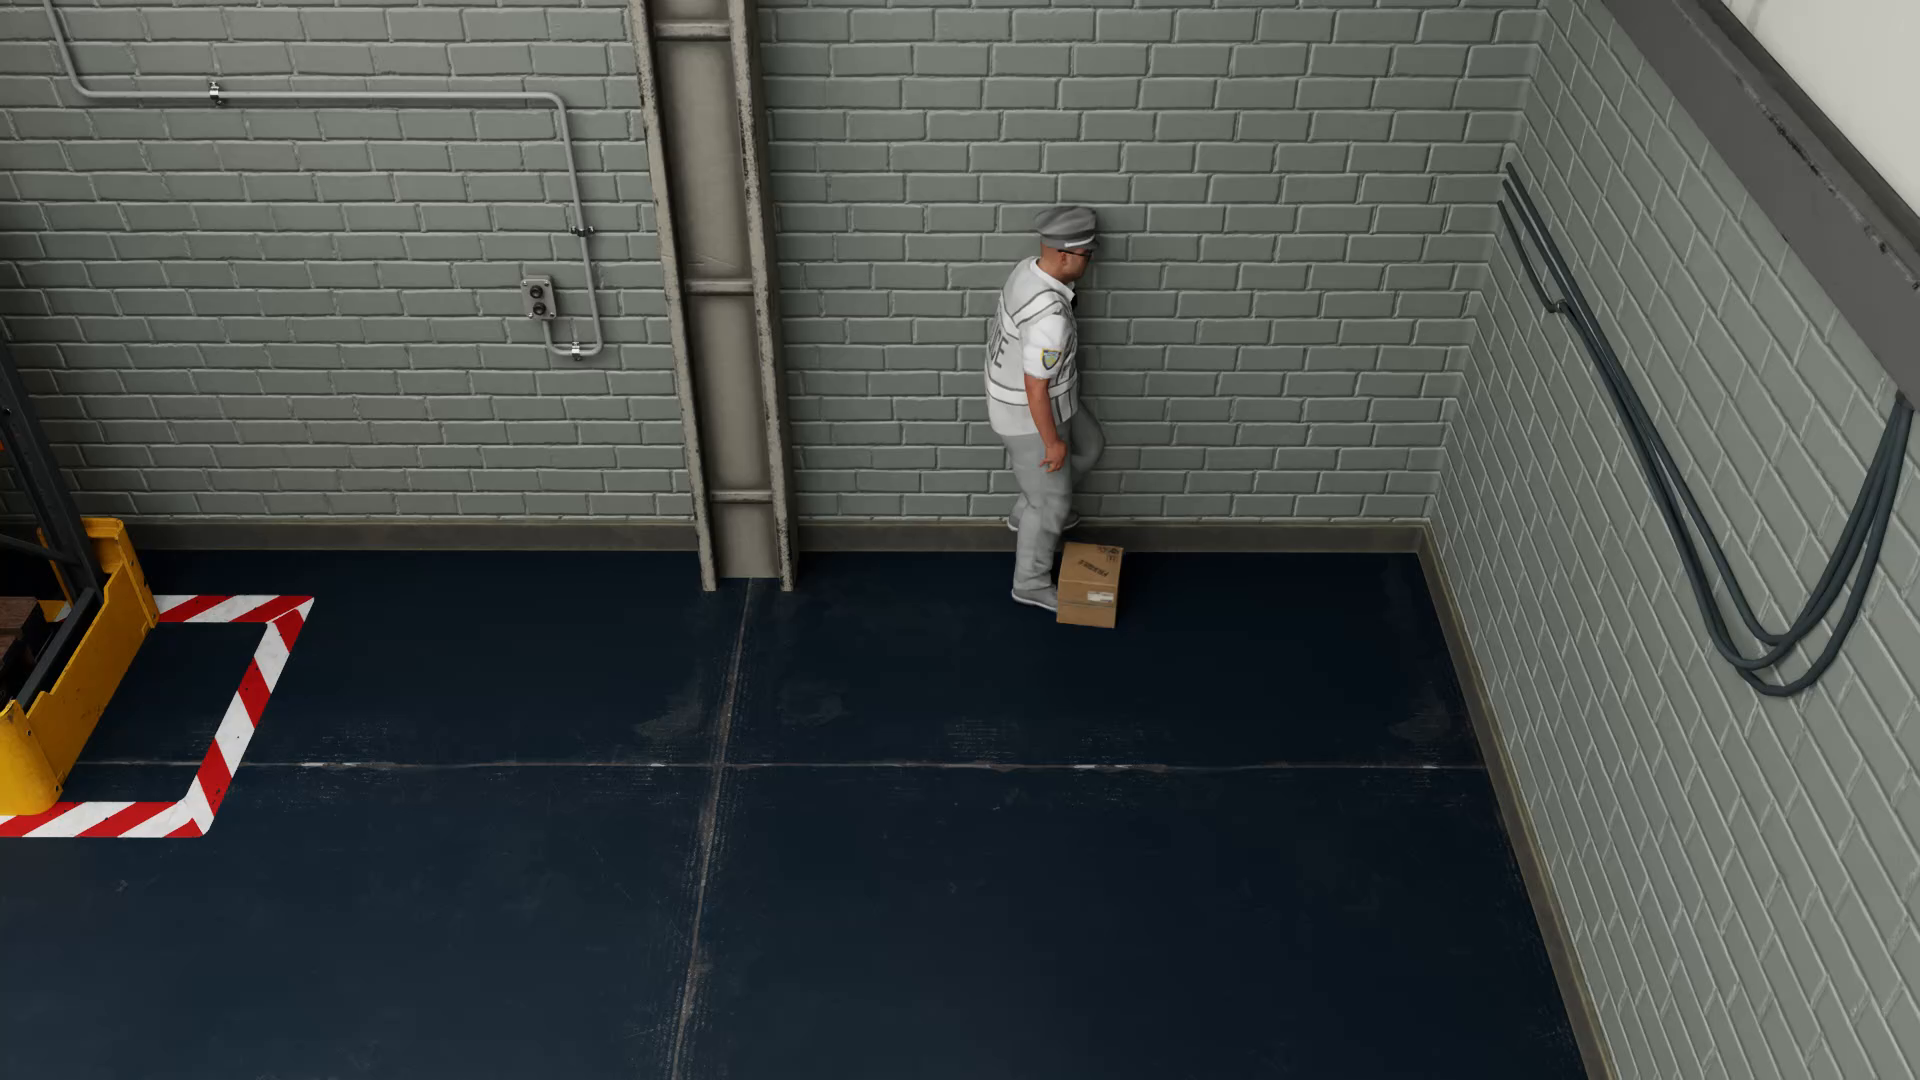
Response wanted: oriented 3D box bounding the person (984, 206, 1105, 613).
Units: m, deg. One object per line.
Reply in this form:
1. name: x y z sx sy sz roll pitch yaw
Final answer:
1. person: 0.363 -0.539 6.807 0.524 1.746 0.589 -2 39 -2
